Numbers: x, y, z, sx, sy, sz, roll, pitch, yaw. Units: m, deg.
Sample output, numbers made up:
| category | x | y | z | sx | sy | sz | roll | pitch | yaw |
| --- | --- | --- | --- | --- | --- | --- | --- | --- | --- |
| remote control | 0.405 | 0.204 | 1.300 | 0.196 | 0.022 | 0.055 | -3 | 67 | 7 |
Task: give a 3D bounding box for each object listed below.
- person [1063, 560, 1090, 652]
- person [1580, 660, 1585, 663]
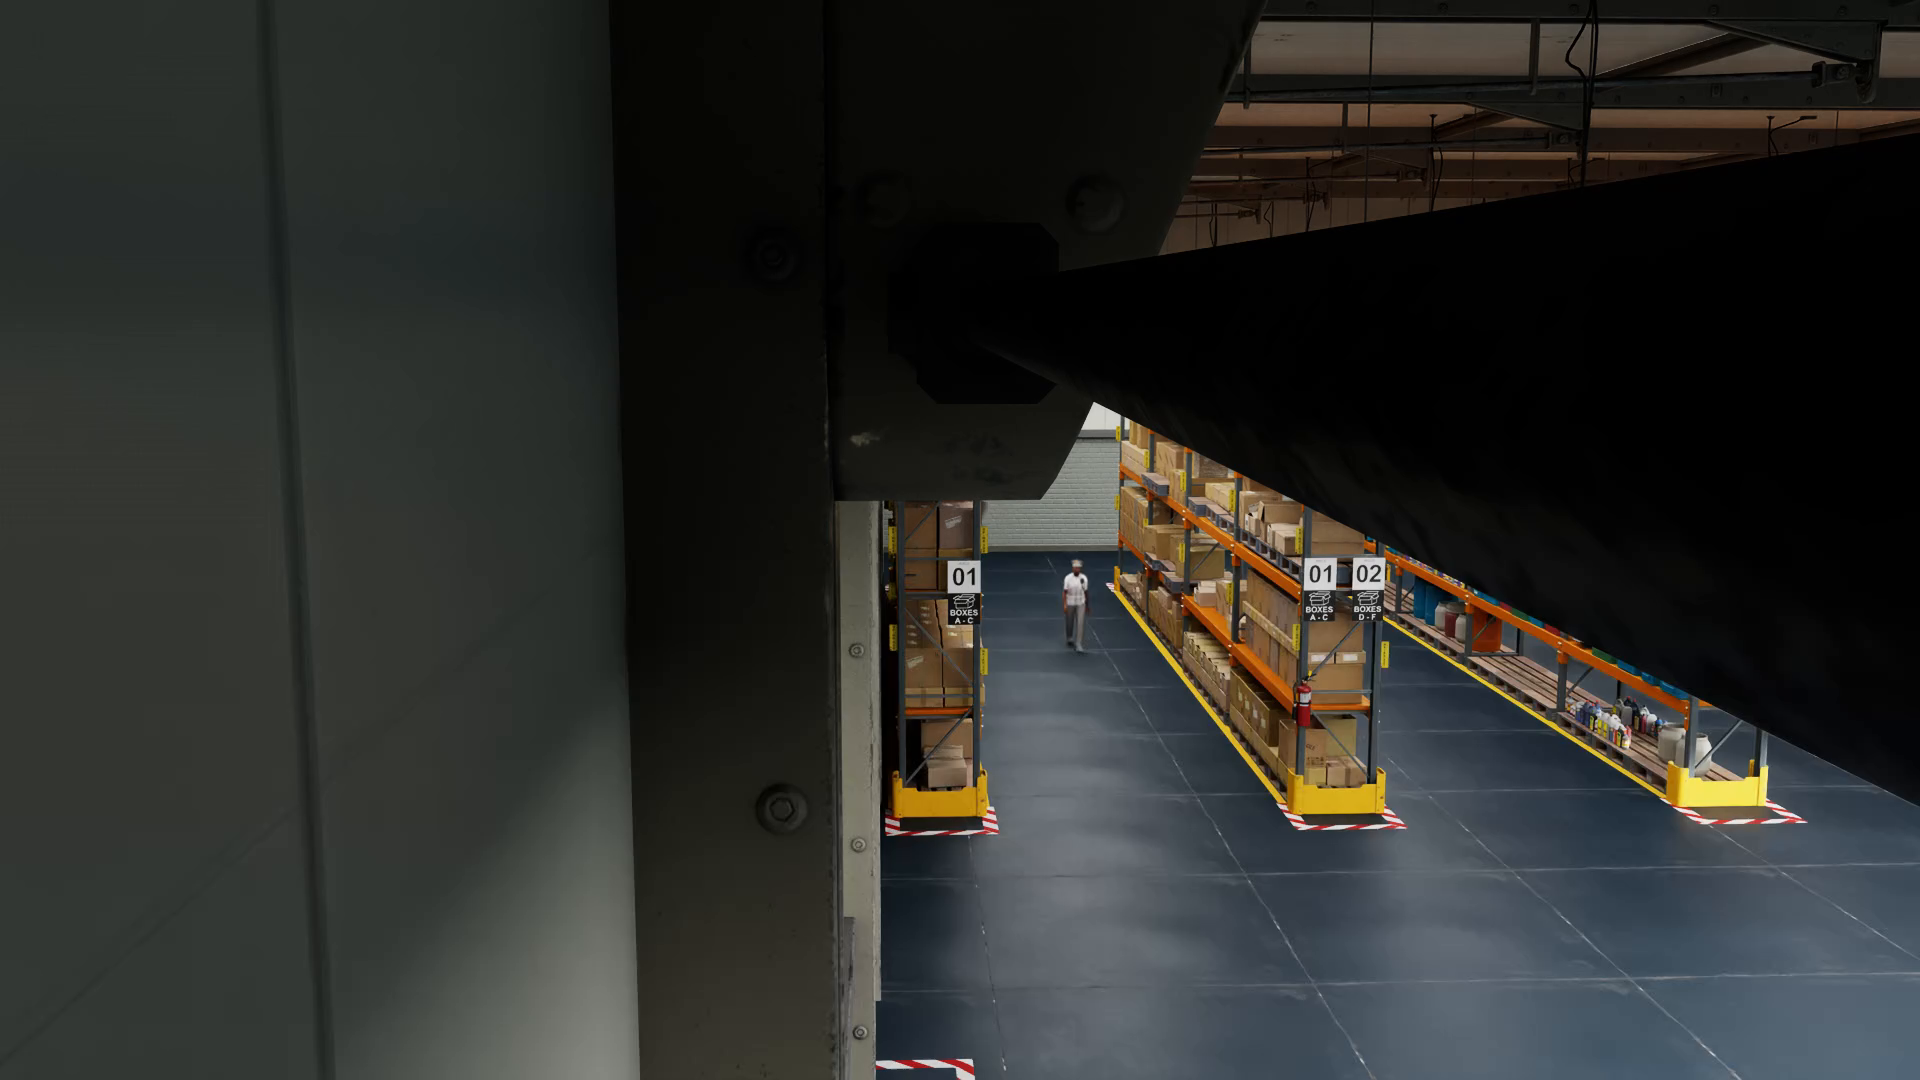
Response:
| category | x | y | z | sx | sy | sz | roll | pitch | yaw |
| --- | --- | --- | --- | --- | --- | --- | --- | --- | --- |
| person | 2.116 | 1.165 | 30.280 | 0.499 | 1.650 | 0.928 | 0 | 8 | 2 |
| person | 11.100 | 1.370 | 28.579 | 0.690 | 1.730 | 1.018 | -2 | 8 | -11 |
